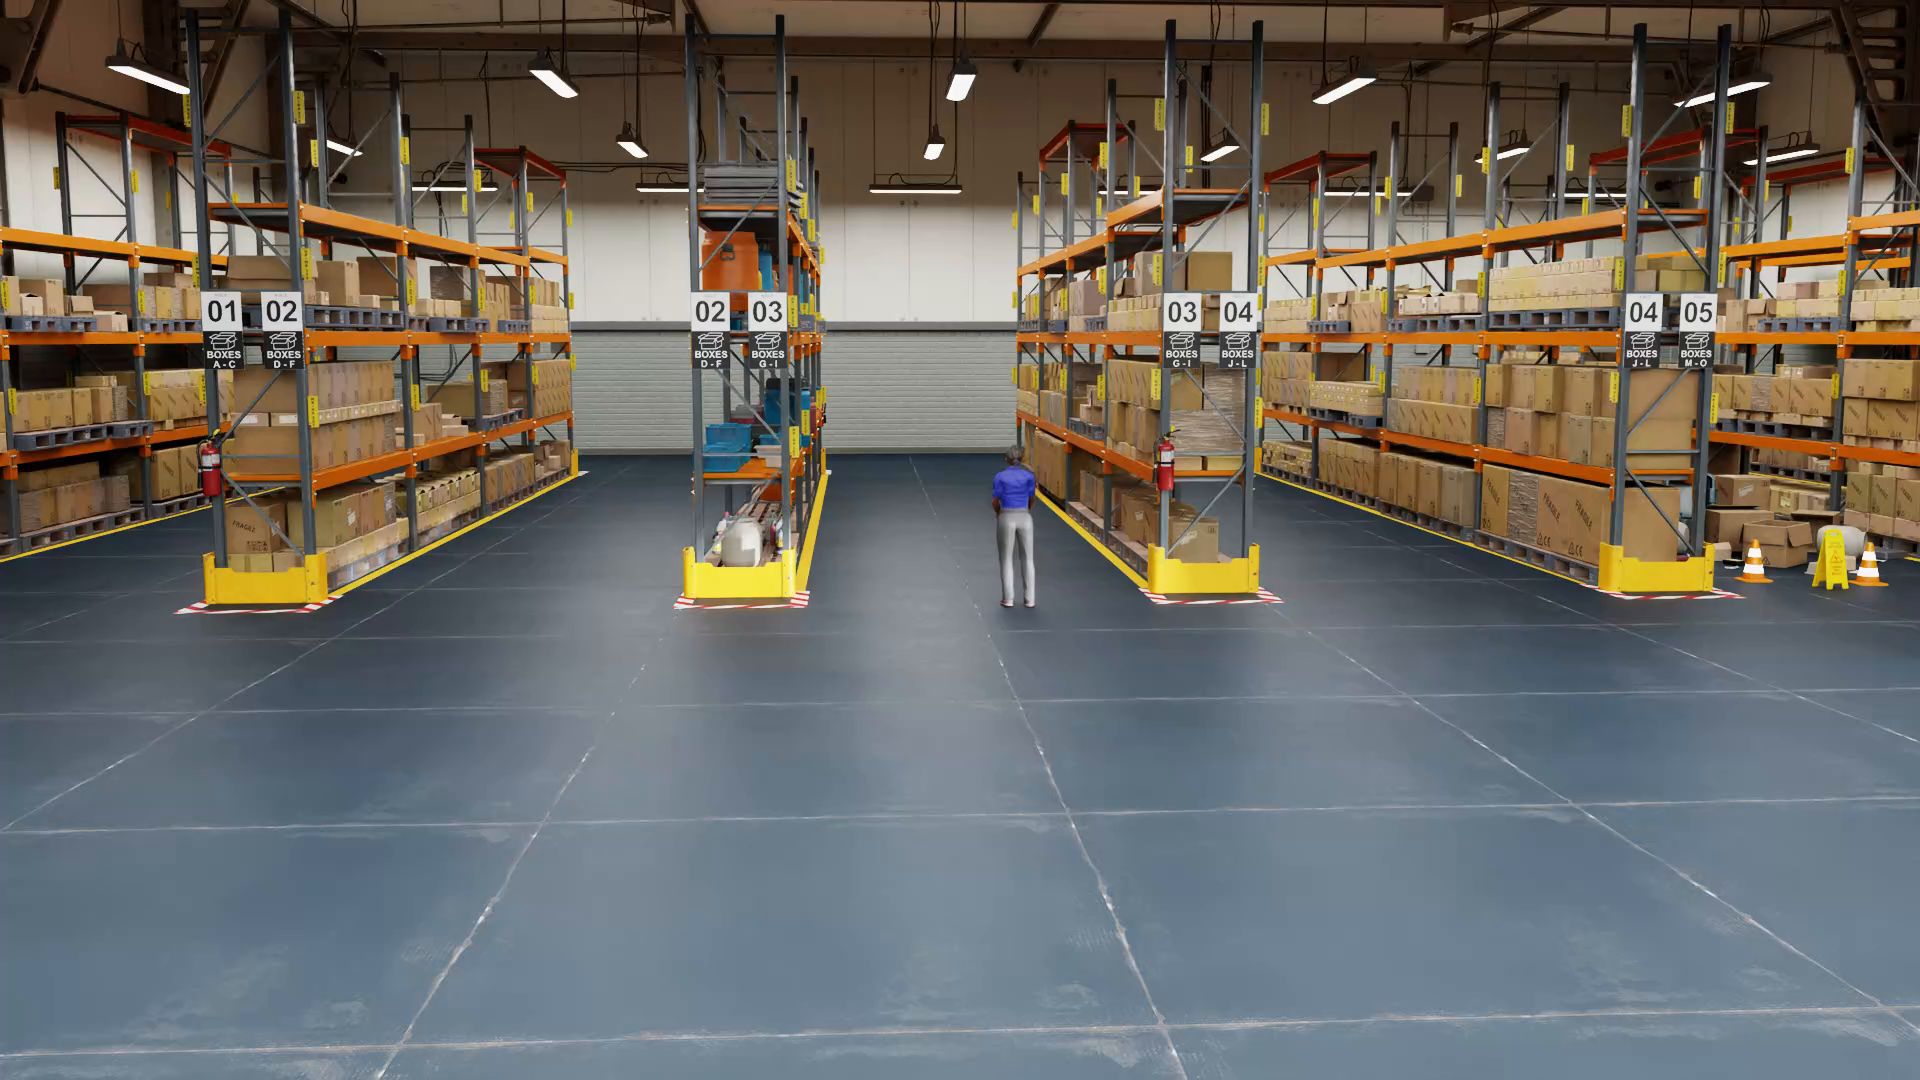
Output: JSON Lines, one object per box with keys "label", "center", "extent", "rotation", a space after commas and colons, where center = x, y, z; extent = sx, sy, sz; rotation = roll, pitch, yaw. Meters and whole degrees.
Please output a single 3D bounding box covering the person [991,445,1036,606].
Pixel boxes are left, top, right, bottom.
{"label": "person", "center": [0.542, -0.152, 17.024], "extent": [0.458, 1.653, 0.510], "rotation": [-1, 7, -6]}
